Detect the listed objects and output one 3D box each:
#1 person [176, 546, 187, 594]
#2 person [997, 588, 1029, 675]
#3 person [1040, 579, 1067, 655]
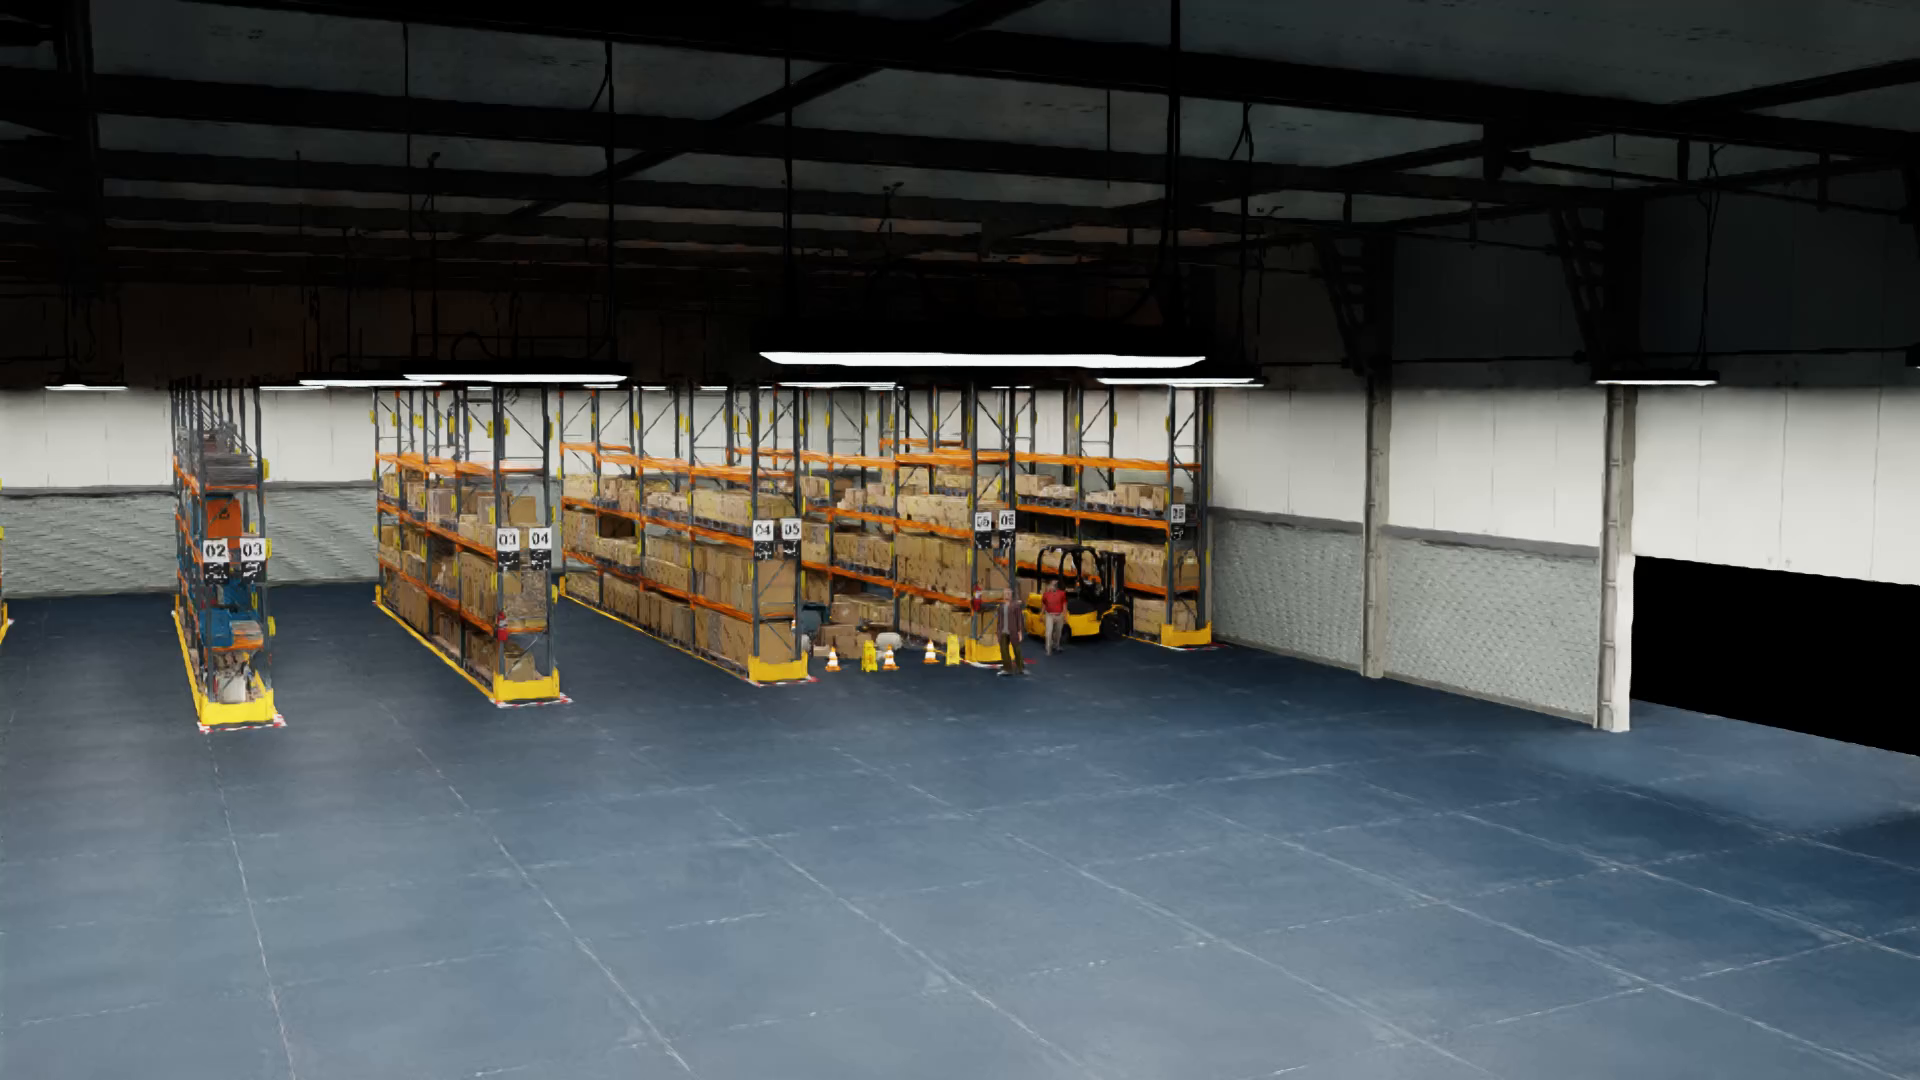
[{"bbox_3d":[-20.571,0.963,44.389,0.552,1.647,0.590,1,5,11],"label":"person"},{"bbox_3d":[1.048,1.848,33.736,0.689,1.769,0.587,3,6,34],"label":"person"},{"bbox_3d":[2.051,1.660,36.328,0.584,1.663,0.973,-1,5,-7],"label":"person"}]
